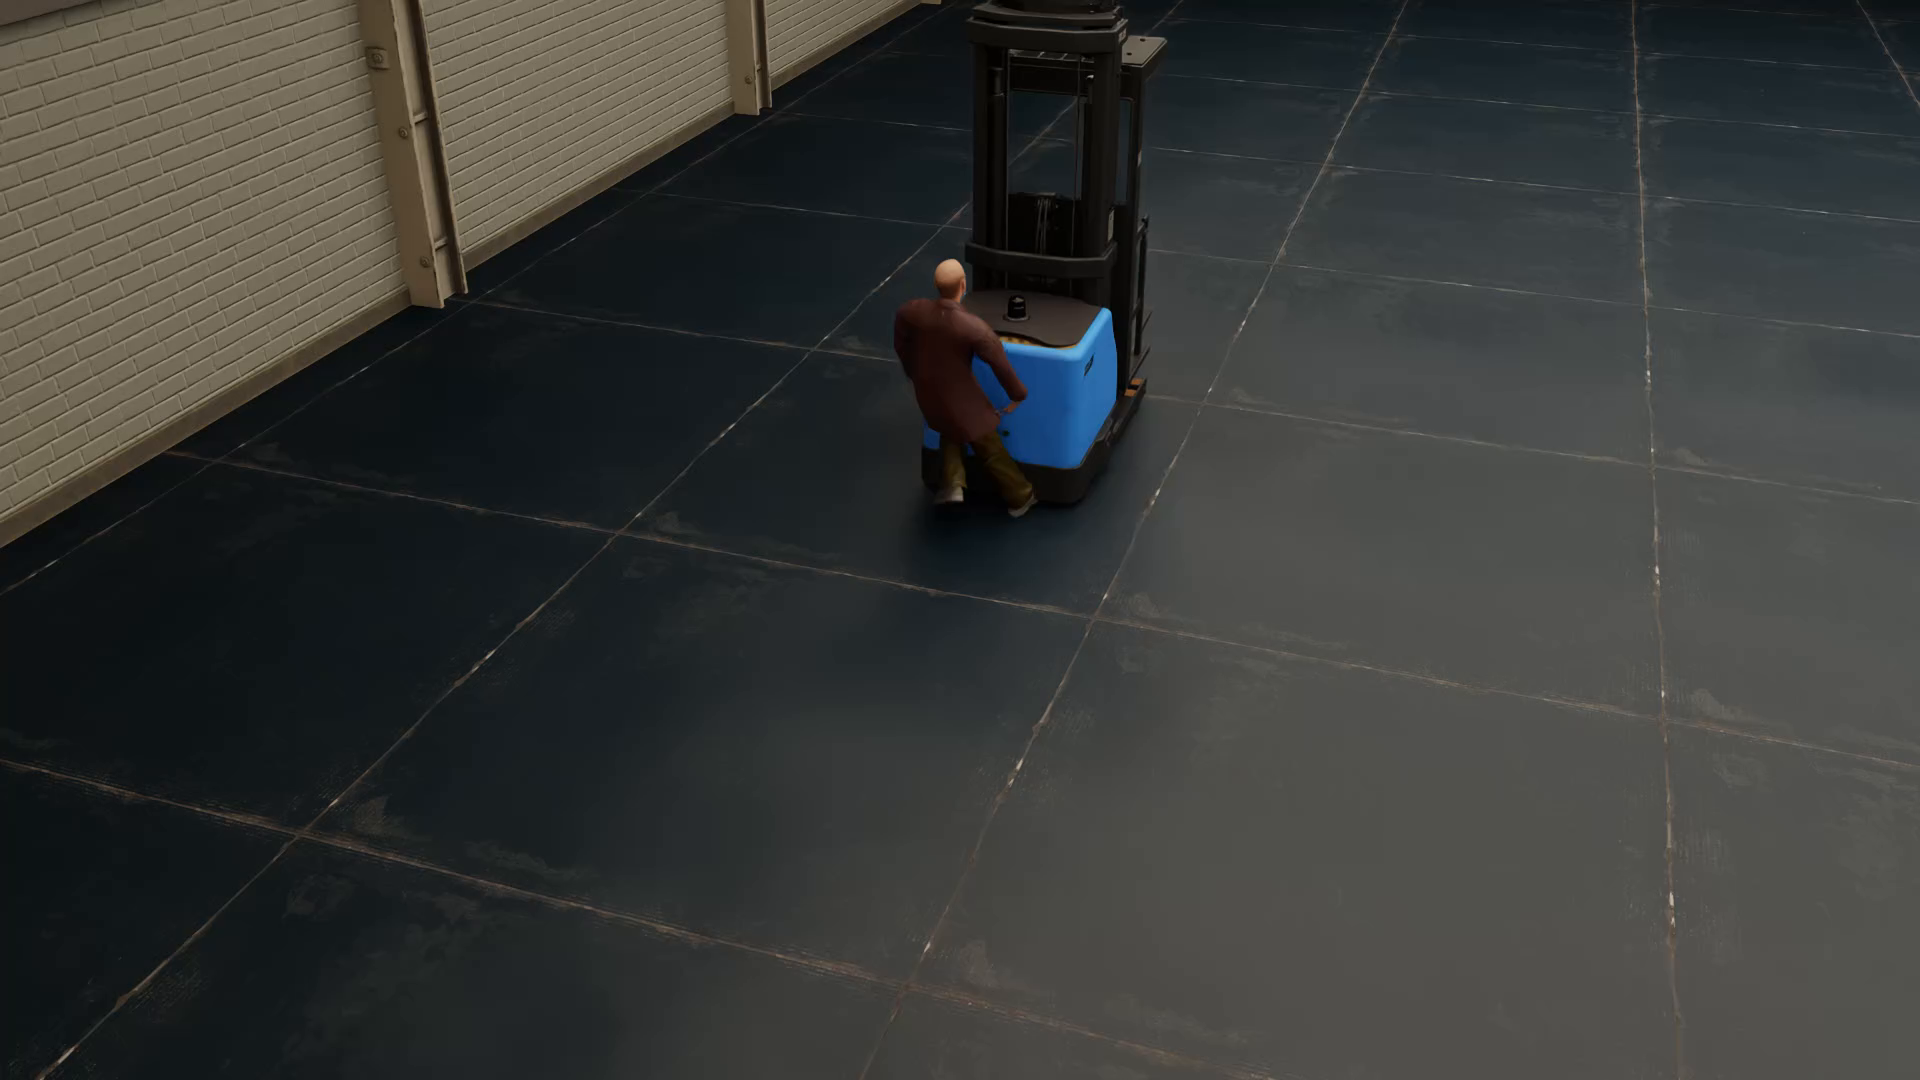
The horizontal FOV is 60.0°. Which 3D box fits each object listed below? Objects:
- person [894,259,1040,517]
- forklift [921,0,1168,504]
[{"bbox_3d":[0.066,-0.951,10.055,0.771,1.694,0.752,17,34,27],"label":"person"},{"bbox_3d":[0.694,-2.216,11.025,1.130,2.935,3.031,9,31,16],"label":"forklift"}]
